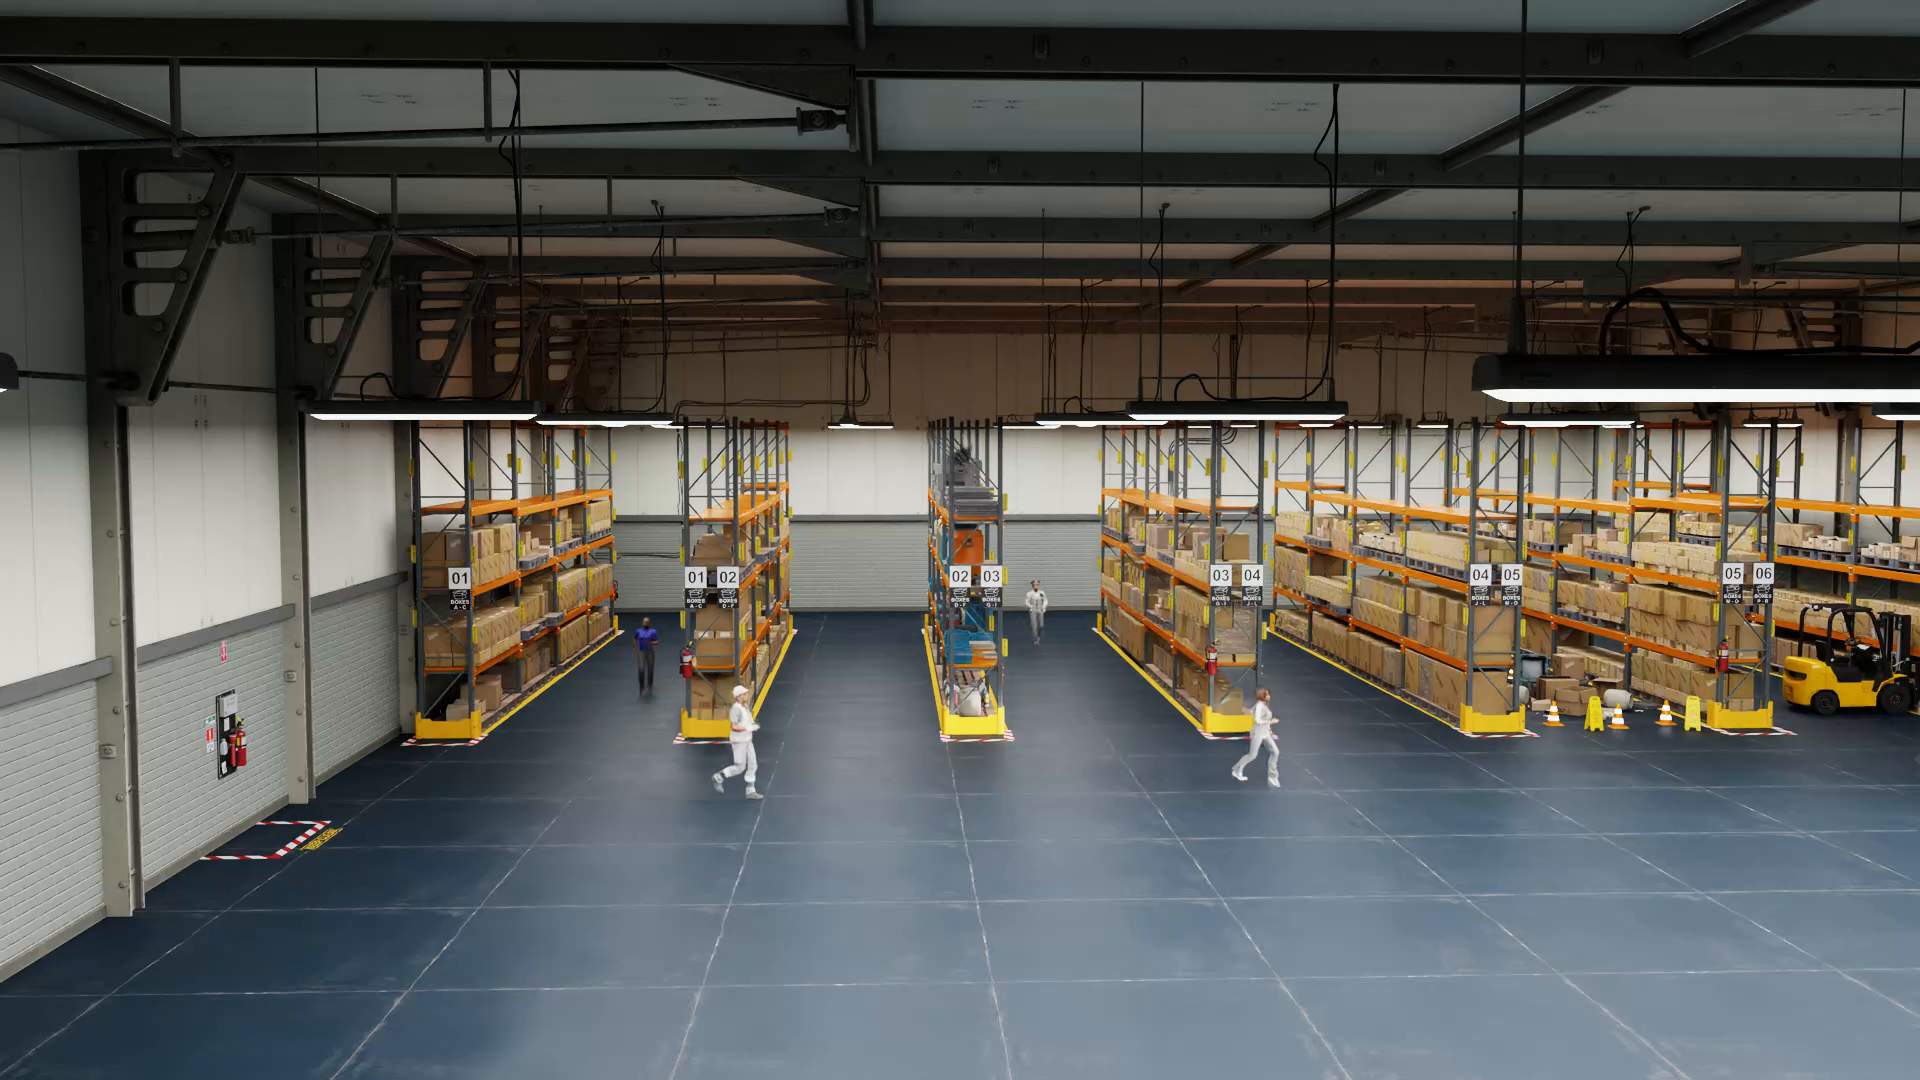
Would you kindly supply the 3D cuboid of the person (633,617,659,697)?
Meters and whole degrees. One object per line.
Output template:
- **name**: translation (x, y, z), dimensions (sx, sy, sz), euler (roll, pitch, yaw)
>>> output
- **person**: translation (-6.838, 2.581, 36.224), dimensions (0.549, 1.619, 0.763), euler (-1, 4, -10)

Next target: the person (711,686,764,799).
- **person**: translation (-3.450, 3.141, 25.865), dimensions (0.847, 1.764, 0.664), euler (1, 4, 13)

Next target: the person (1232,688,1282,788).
- **person**: translation (4.764, 3.189, 26.794), dimensions (0.807, 1.638, 0.512), euler (2, 4, 31)

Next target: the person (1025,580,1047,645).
- **person**: translation (1.958, 1.848, 42.222), dimensions (0.589, 1.680, 0.528), euler (0, 4, -6)
